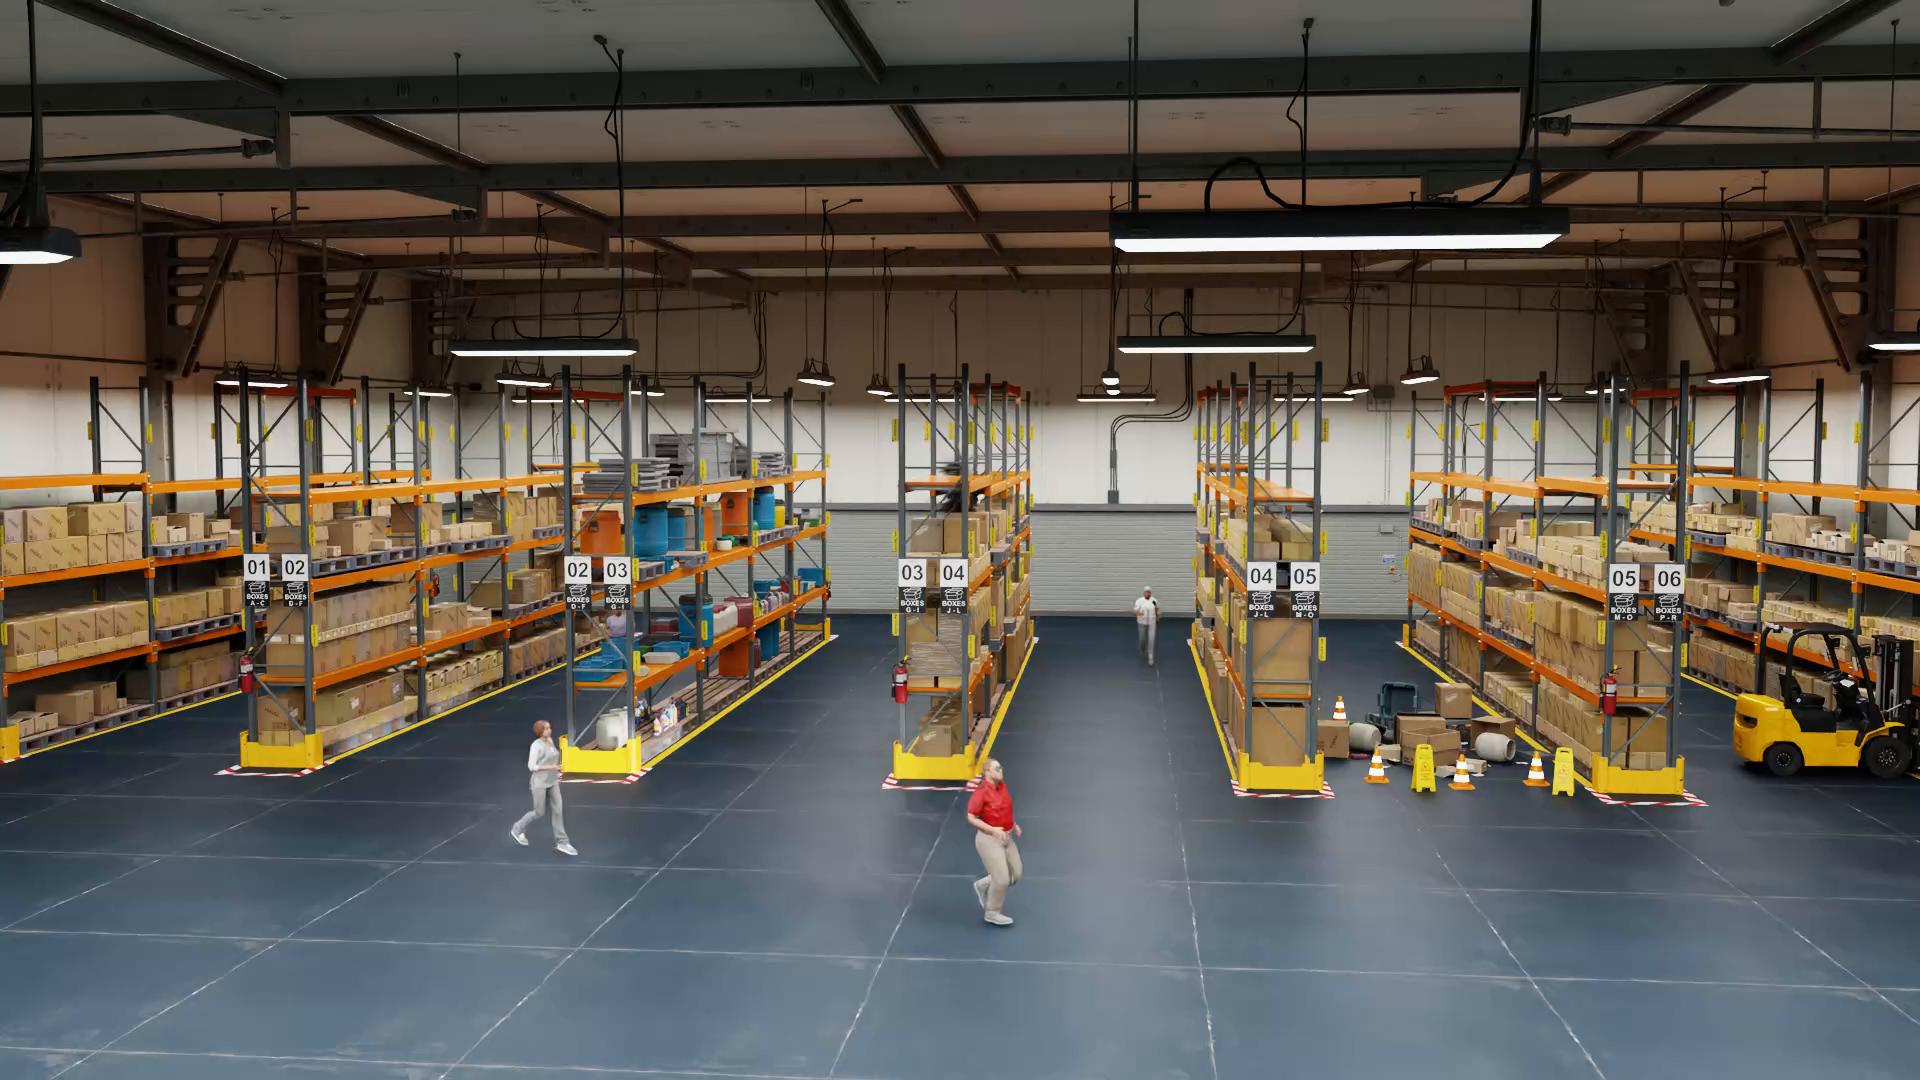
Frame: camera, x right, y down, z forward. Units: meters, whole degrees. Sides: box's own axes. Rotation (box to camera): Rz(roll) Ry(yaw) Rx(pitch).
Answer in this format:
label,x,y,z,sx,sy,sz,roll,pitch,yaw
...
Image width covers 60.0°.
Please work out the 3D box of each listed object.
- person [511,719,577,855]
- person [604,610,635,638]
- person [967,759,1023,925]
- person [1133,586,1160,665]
label,x,y,z,sx,sy,sz,roll,pitch,yaw
person,-4.945,2.917,19.724,0.877,1.596,0.537,1,4,22
person,-6.794,2.081,33.167,0.607,1.636,0.841,0,4,-5
person,0.356,3.070,16.994,0.603,1.673,0.660,3,5,36
person,4.067,1.840,36.150,0.606,1.666,0.924,0,4,1
